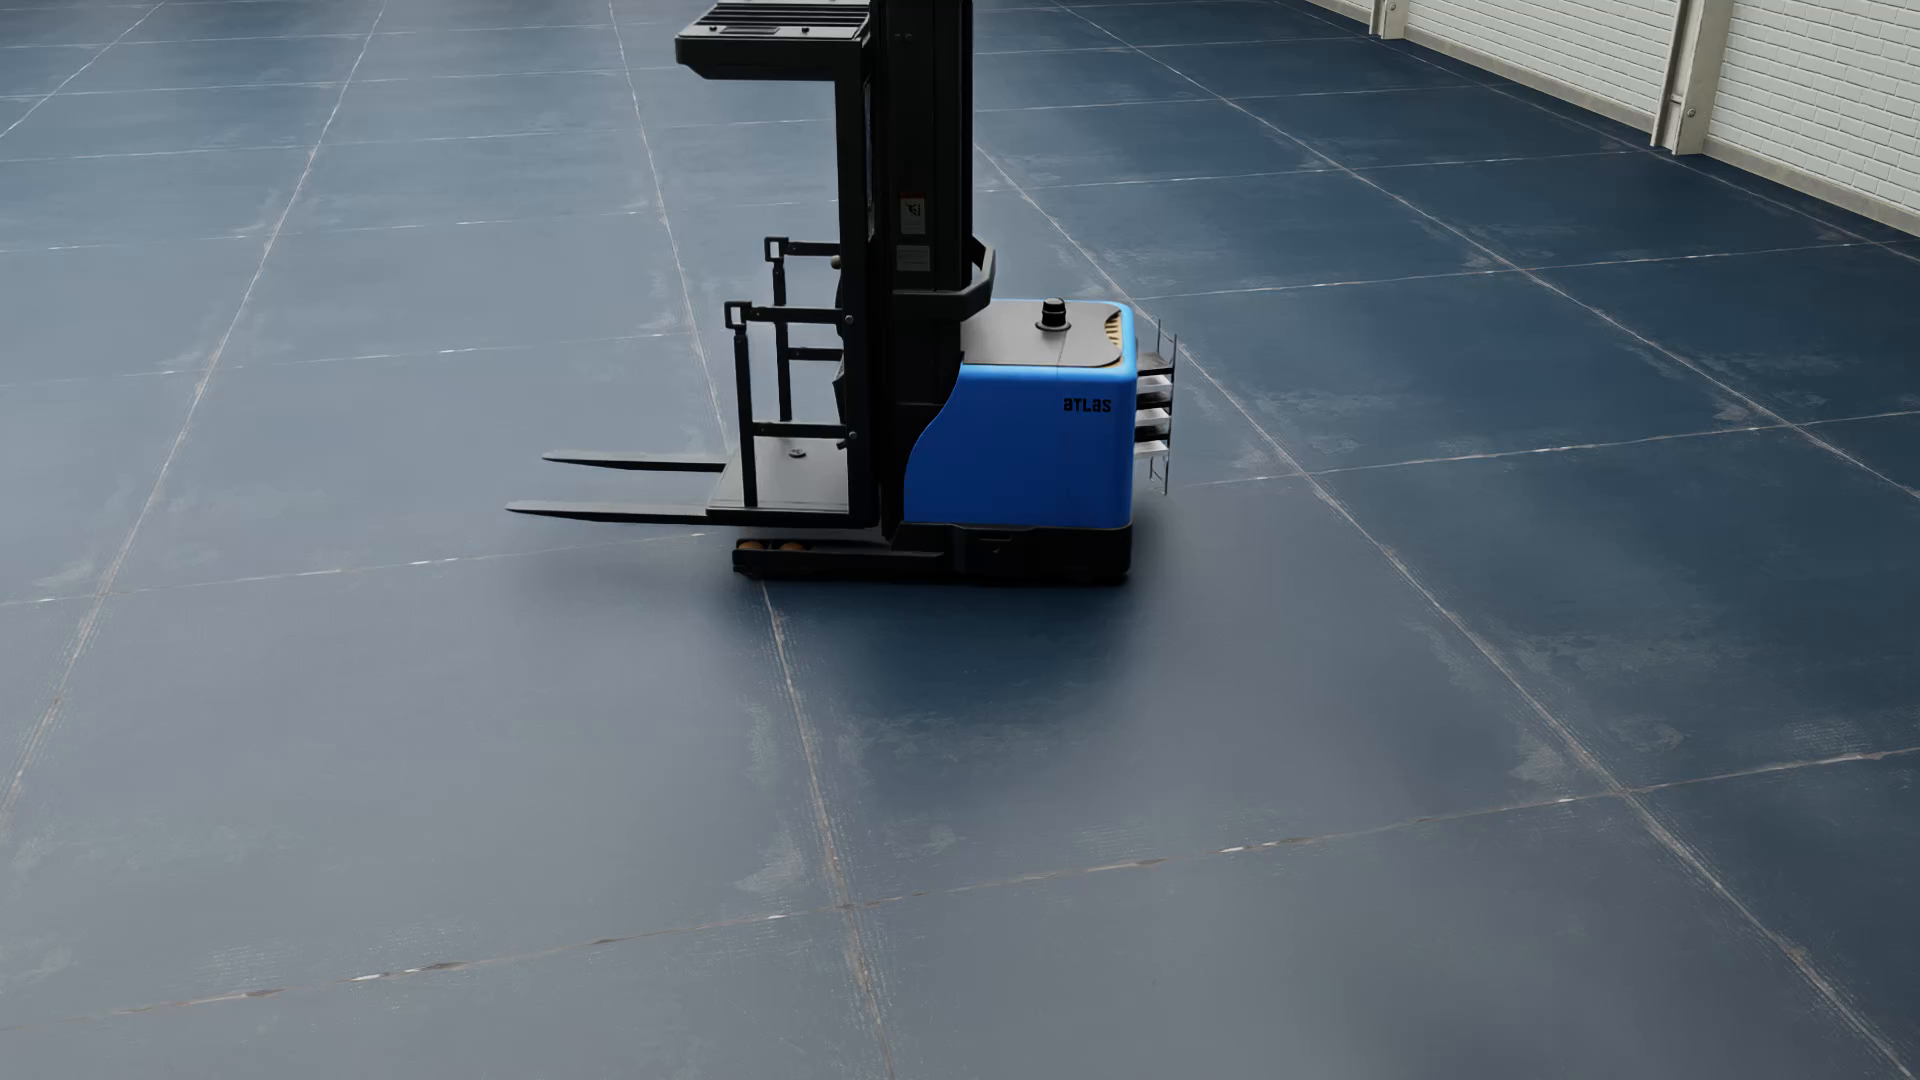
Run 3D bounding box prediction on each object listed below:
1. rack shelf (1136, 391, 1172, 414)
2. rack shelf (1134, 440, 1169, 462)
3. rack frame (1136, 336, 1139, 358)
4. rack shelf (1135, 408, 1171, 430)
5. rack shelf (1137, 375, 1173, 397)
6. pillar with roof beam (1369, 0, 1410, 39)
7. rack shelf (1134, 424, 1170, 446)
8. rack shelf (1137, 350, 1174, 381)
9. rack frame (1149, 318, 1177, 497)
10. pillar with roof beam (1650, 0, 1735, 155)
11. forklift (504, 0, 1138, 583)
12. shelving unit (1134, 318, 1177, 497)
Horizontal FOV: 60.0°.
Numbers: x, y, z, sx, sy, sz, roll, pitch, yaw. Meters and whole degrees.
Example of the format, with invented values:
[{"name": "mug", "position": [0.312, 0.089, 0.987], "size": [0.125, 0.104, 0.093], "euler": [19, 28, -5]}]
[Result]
[{"name": "rack shelf", "position": [0.950, -0.720, 8.551], "size": [0.200, 0.077, 0.258], "euler": [-7, 28, -13]}, {"name": "rack shelf", "position": [0.949, -0.479, 8.673], "size": [0.200, 0.077, 0.258], "euler": [-7, 28, -13]}, {"name": "rack frame", "position": [0.851, -0.657, 8.553], "size": [0.006, 0.900, 0.240], "euler": [-7, 28, -13]}, {"name": "rack shelf", "position": [0.950, -0.640, 8.592], "size": [0.200, 0.077, 0.258], "euler": [-7, 28, -13]}, {"name": "rack shelf", "position": [0.950, -0.800, 8.511], "size": [0.200, 0.077, 0.258], "euler": [-7, 28, -13]}, {"name": "pillar with roof beam", "position": [1.114, -9.847, 17.772], "size": [9.100, 9.000, 0.400], "euler": [-6, 27, -12]}, {"name": "rack shelf", "position": [0.949, -0.559, 8.633], "size": [0.200, 0.077, 0.258], "euler": [-7, 28, -13]}, {"name": "rack shelf", "position": [0.950, -0.881, 8.470], "size": [0.200, 0.077, 0.258], "euler": [-7, 28, -13]}, {"name": "rack frame", "position": [1.048, -0.681, 8.601], "size": [0.006, 0.900, 0.240], "euler": [-7, 28, -13]}, {"name": "pillar with roof beam", "position": [2.466, -7.213, 12.553], "size": [9.100, 9.000, 0.400], "euler": [-6, 27, -12]}, {"name": "forklift", "position": [-0.675, -1.361, 7.693], "size": [3.031, 2.935, 1.130], "euler": [2, 27, 4]}, {"name": "shelving unit", "position": [0.950, -0.669, 8.577], "size": [0.210, 0.900, 0.258], "euler": [-7, 28, -13]}]
